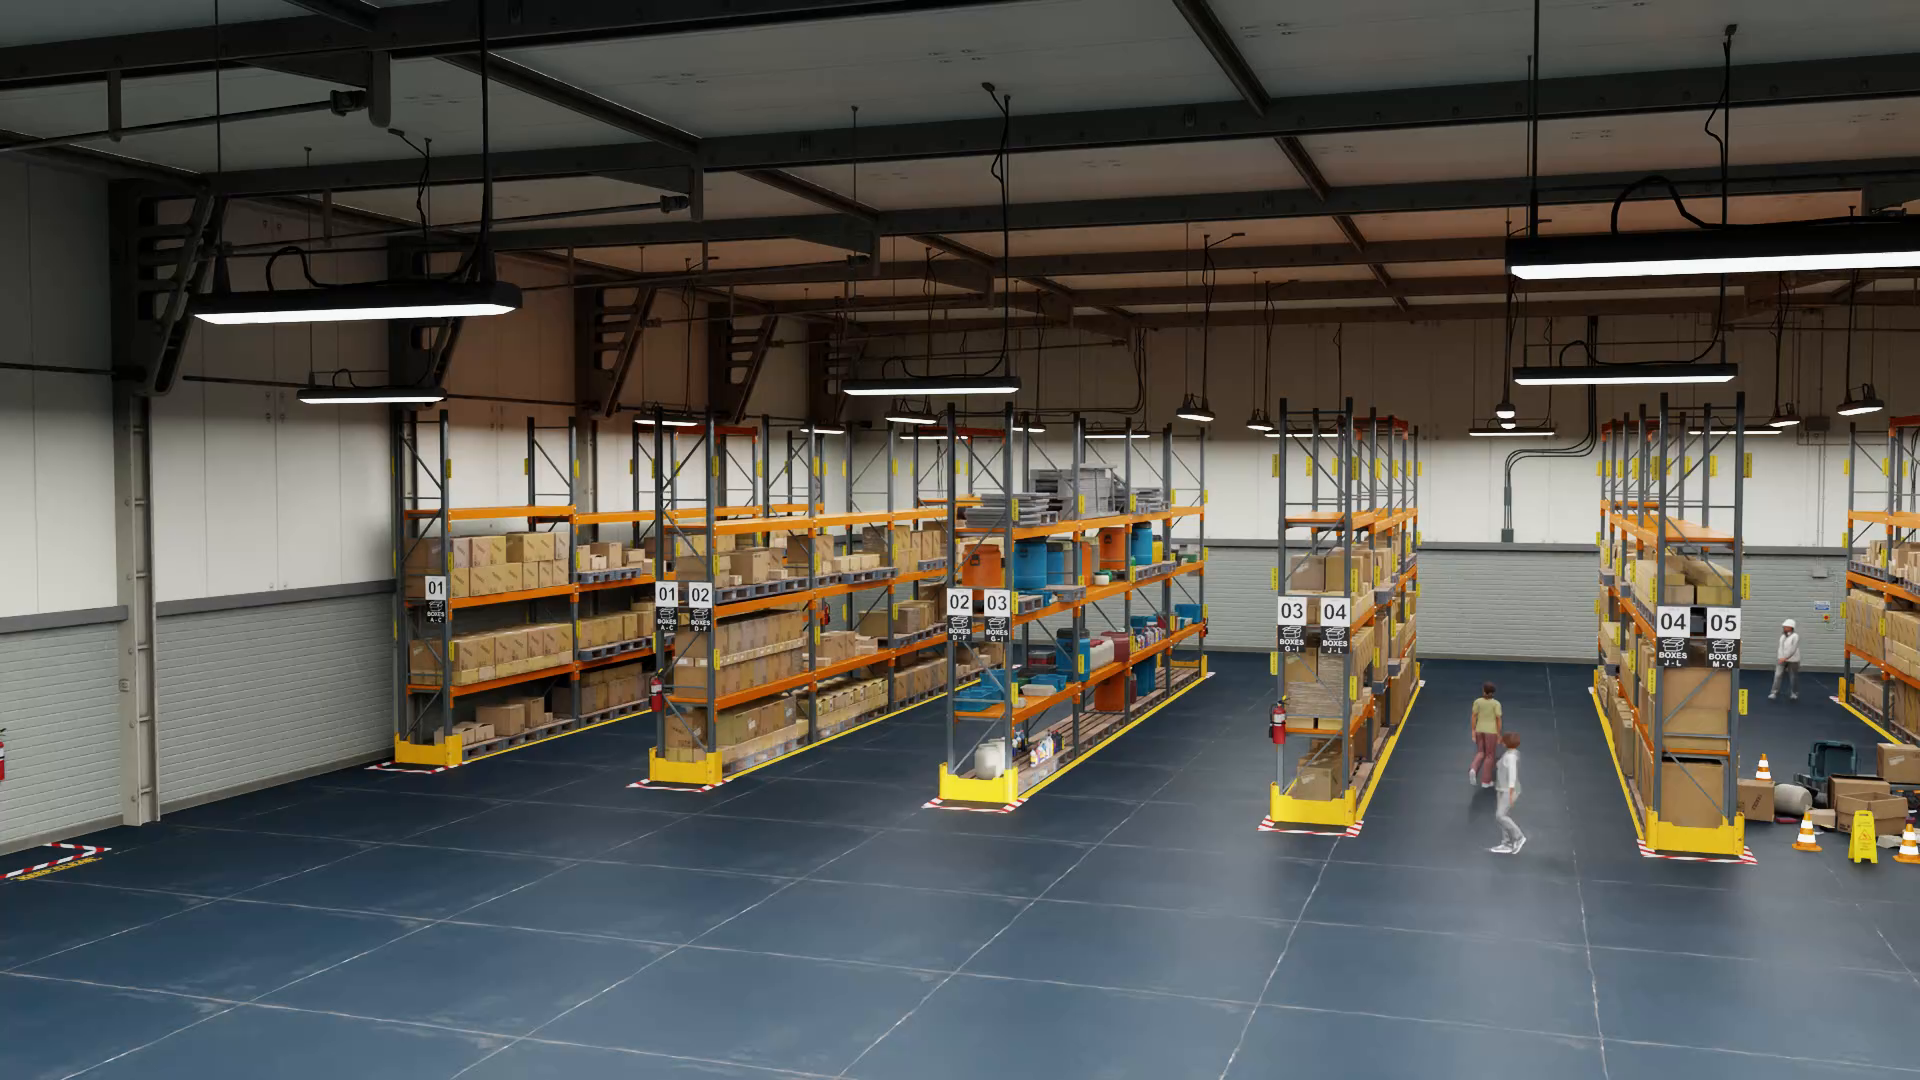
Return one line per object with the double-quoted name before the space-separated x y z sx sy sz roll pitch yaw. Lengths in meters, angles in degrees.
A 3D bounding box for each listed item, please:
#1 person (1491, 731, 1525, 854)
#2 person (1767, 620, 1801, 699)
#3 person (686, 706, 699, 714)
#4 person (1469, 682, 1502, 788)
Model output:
"person" 7.090 3.267 21.500 0.419 1.594 0.446 0 2 -6
"person" 17.795 2.580 35.780 0.971 1.736 0.496 -2 3 -38
"person" -5.273 2.770 33.044 0.393 1.825 0.614 1 3 22
"person" 8.210 3.041 25.964 0.524 1.663 0.445 -2 3 -37
